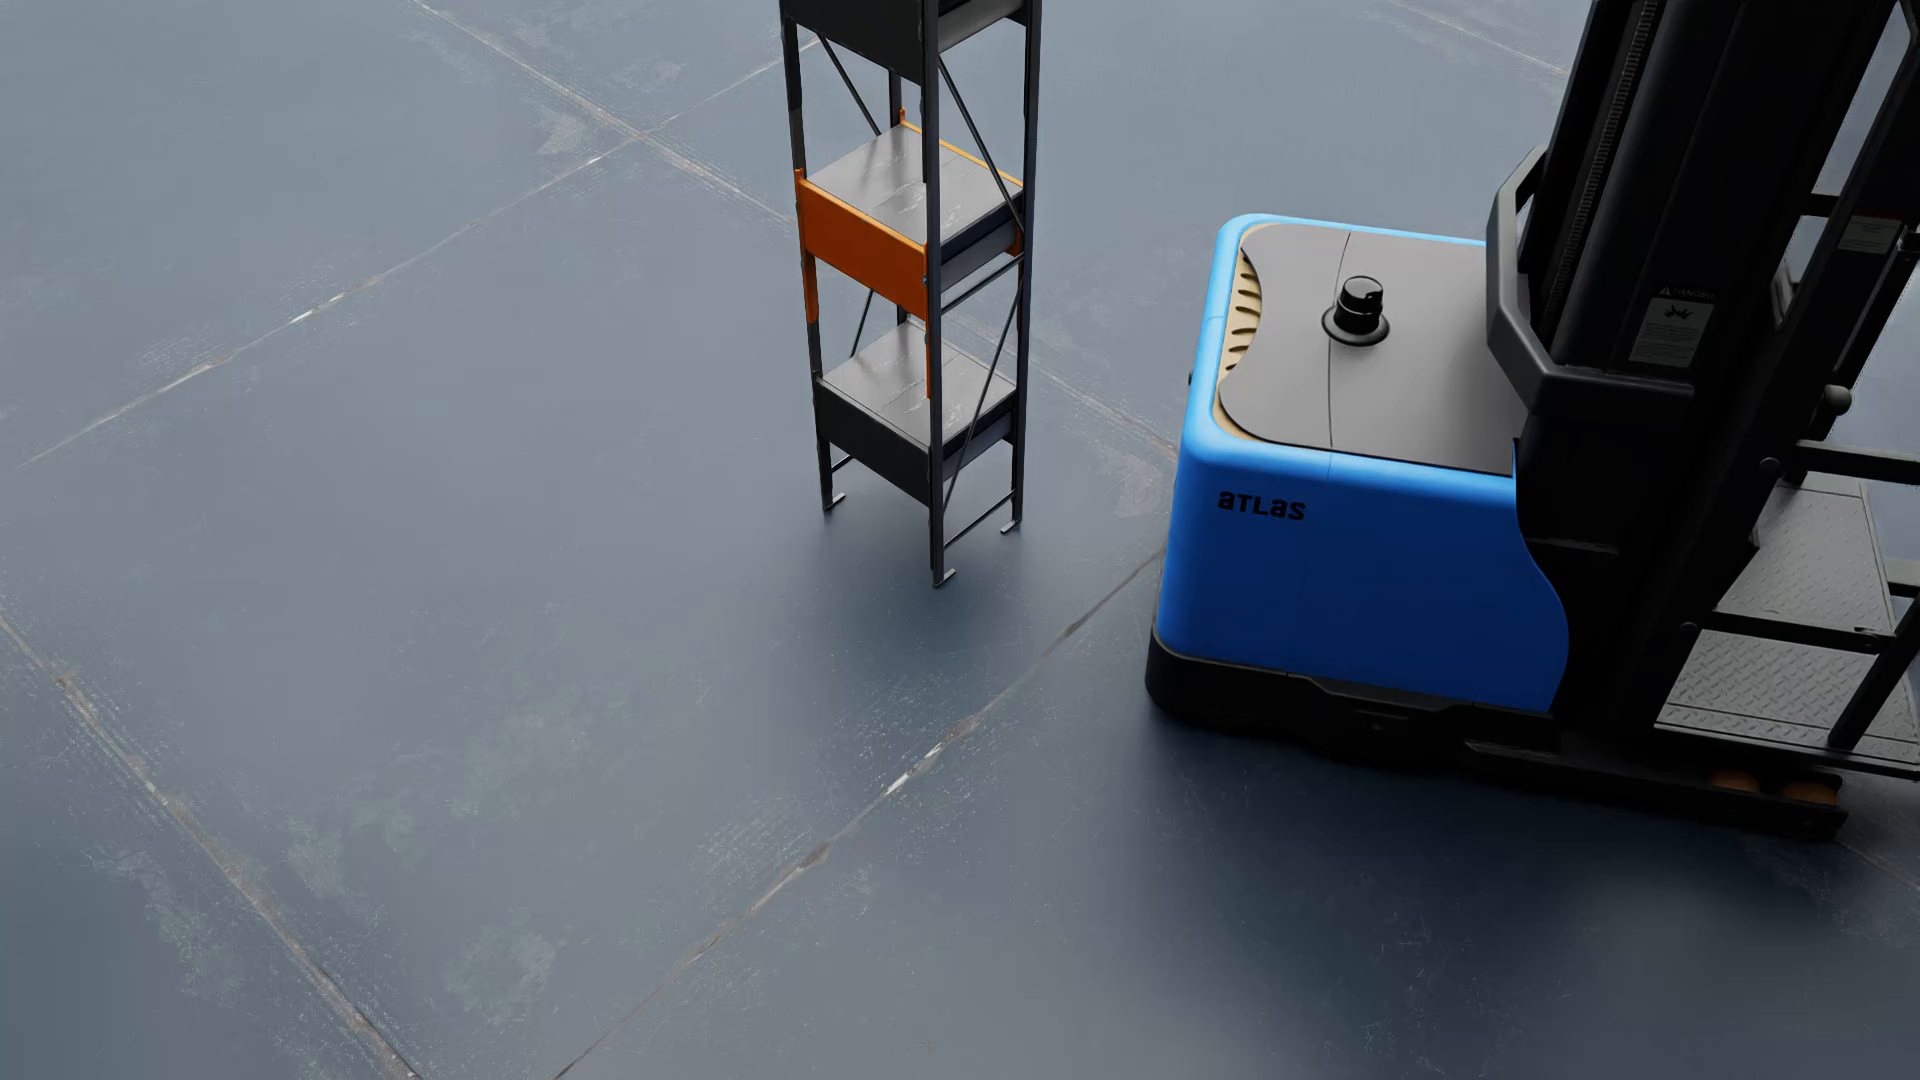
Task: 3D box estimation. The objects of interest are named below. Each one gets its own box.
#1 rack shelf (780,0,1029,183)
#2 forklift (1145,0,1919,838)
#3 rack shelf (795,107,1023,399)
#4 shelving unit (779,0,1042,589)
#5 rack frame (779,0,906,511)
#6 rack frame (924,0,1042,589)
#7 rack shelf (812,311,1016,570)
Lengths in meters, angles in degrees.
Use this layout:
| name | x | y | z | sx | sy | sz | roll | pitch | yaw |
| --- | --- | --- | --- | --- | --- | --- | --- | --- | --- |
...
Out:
| name | x | y | z | sx | sy | sz | roll | pitch | yaw |
| --- | --- | --- | --- | --- | --- | --- | --- | --- | --- |
| rack shelf | -0.122 | -1.270 | 4.061 | 0.480 | 0.518 | 0.431 | 34 | 55 | 28 |
| forklift | 2.102 | -0.626 | 3.828 | 3.031 | 2.935 | 1.130 | 9 | 47 | 8 |
| rack shelf | -0.122 | -0.791 | 4.571 | 0.480 | 0.518 | 0.431 | 34 | 55 | 28 |
| shelving unit | -0.122 | -0.801 | 4.561 | 0.503 | 2.100 | 0.431 | 34 | 55 | 28 |
| rack frame | -0.301 | -0.921 | 4.675 | 0.015 | 2.100 | 0.400 | 34 | 55 | 28 |
| rack frame | 0.058 | -0.680 | 4.448 | 0.015 | 2.100 | 0.400 | 34 | 55 | 28 |
| rack shelf | -0.122 | -0.312 | 5.082 | 0.480 | 0.518 | 0.431 | 34 | 55 | 28 |
